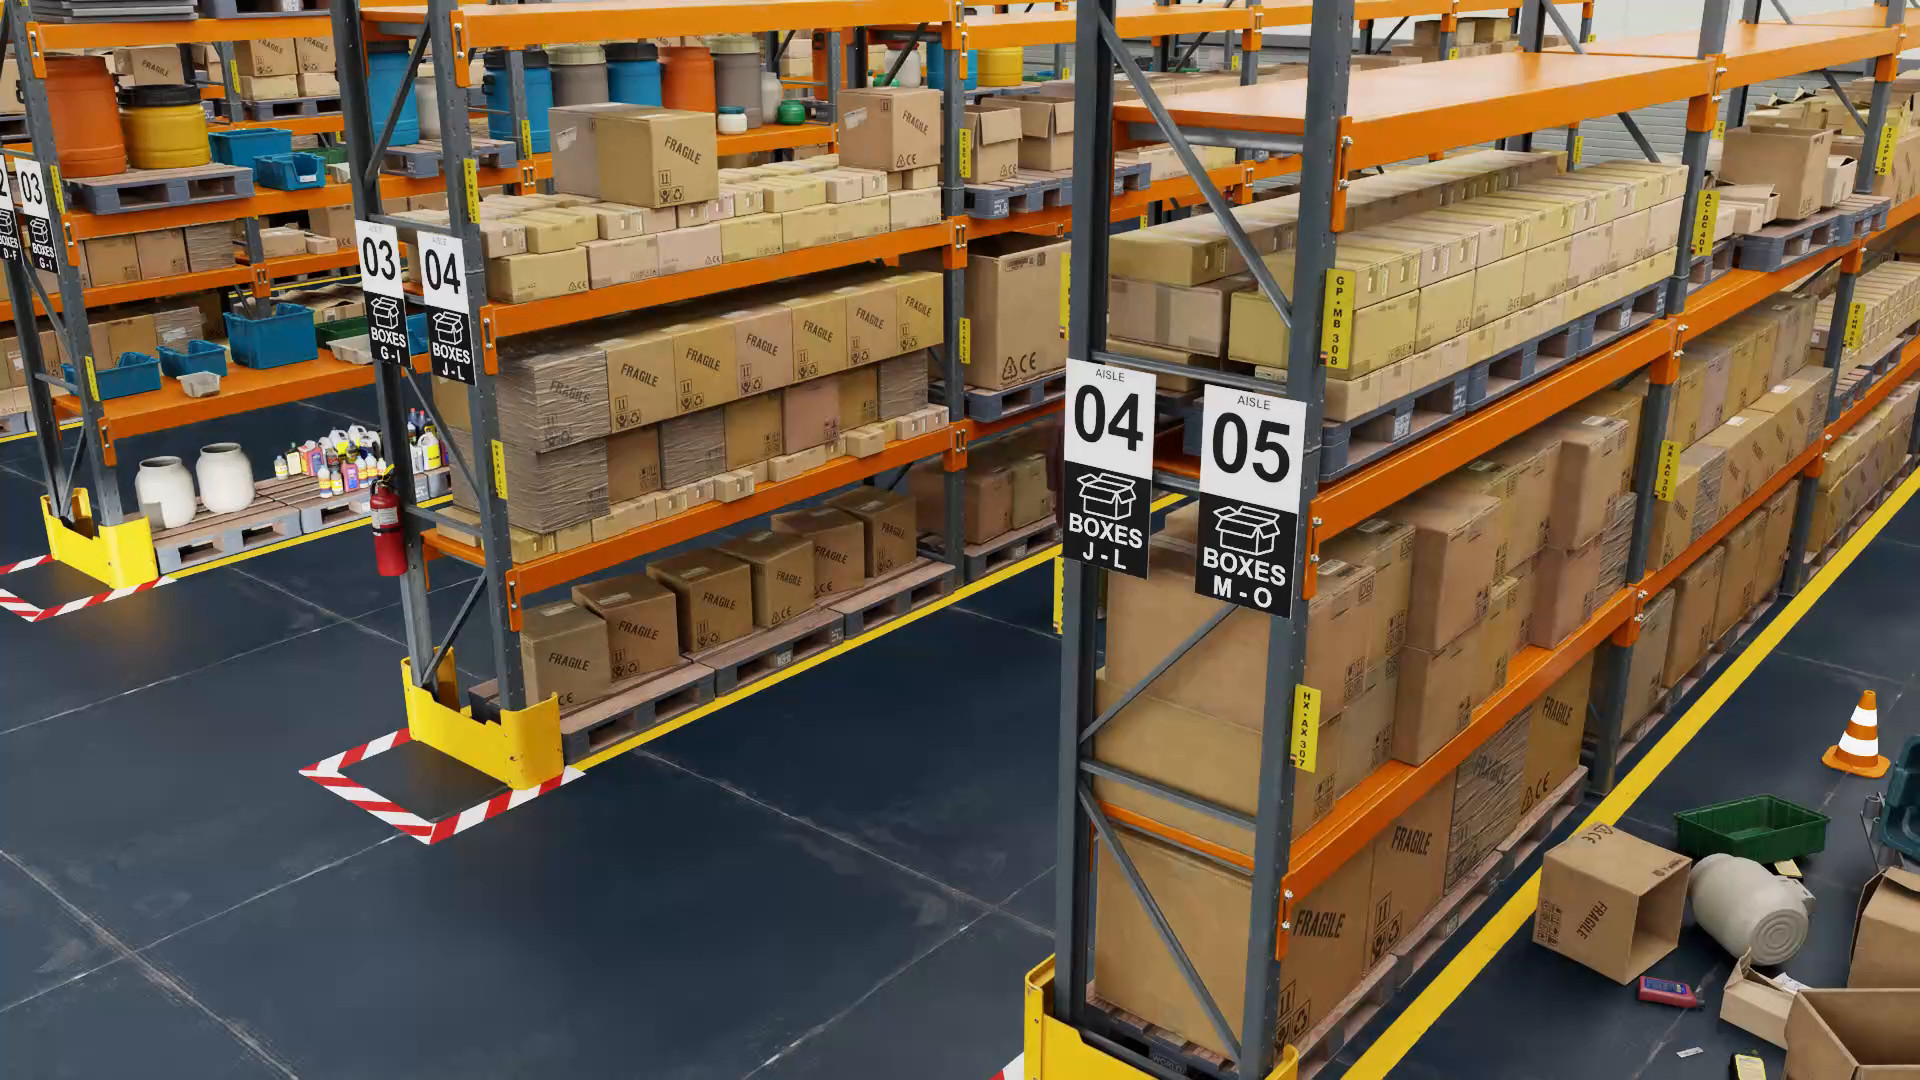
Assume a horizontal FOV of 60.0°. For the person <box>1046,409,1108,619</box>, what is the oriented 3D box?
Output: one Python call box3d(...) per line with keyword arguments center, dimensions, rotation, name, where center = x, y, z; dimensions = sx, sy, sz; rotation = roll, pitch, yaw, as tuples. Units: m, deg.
box3d(center=(0.921, -0.323, 11.987), dimensions=(0.654, 1.774, 0.419), rotation=(11, 22, 27), name="person")
